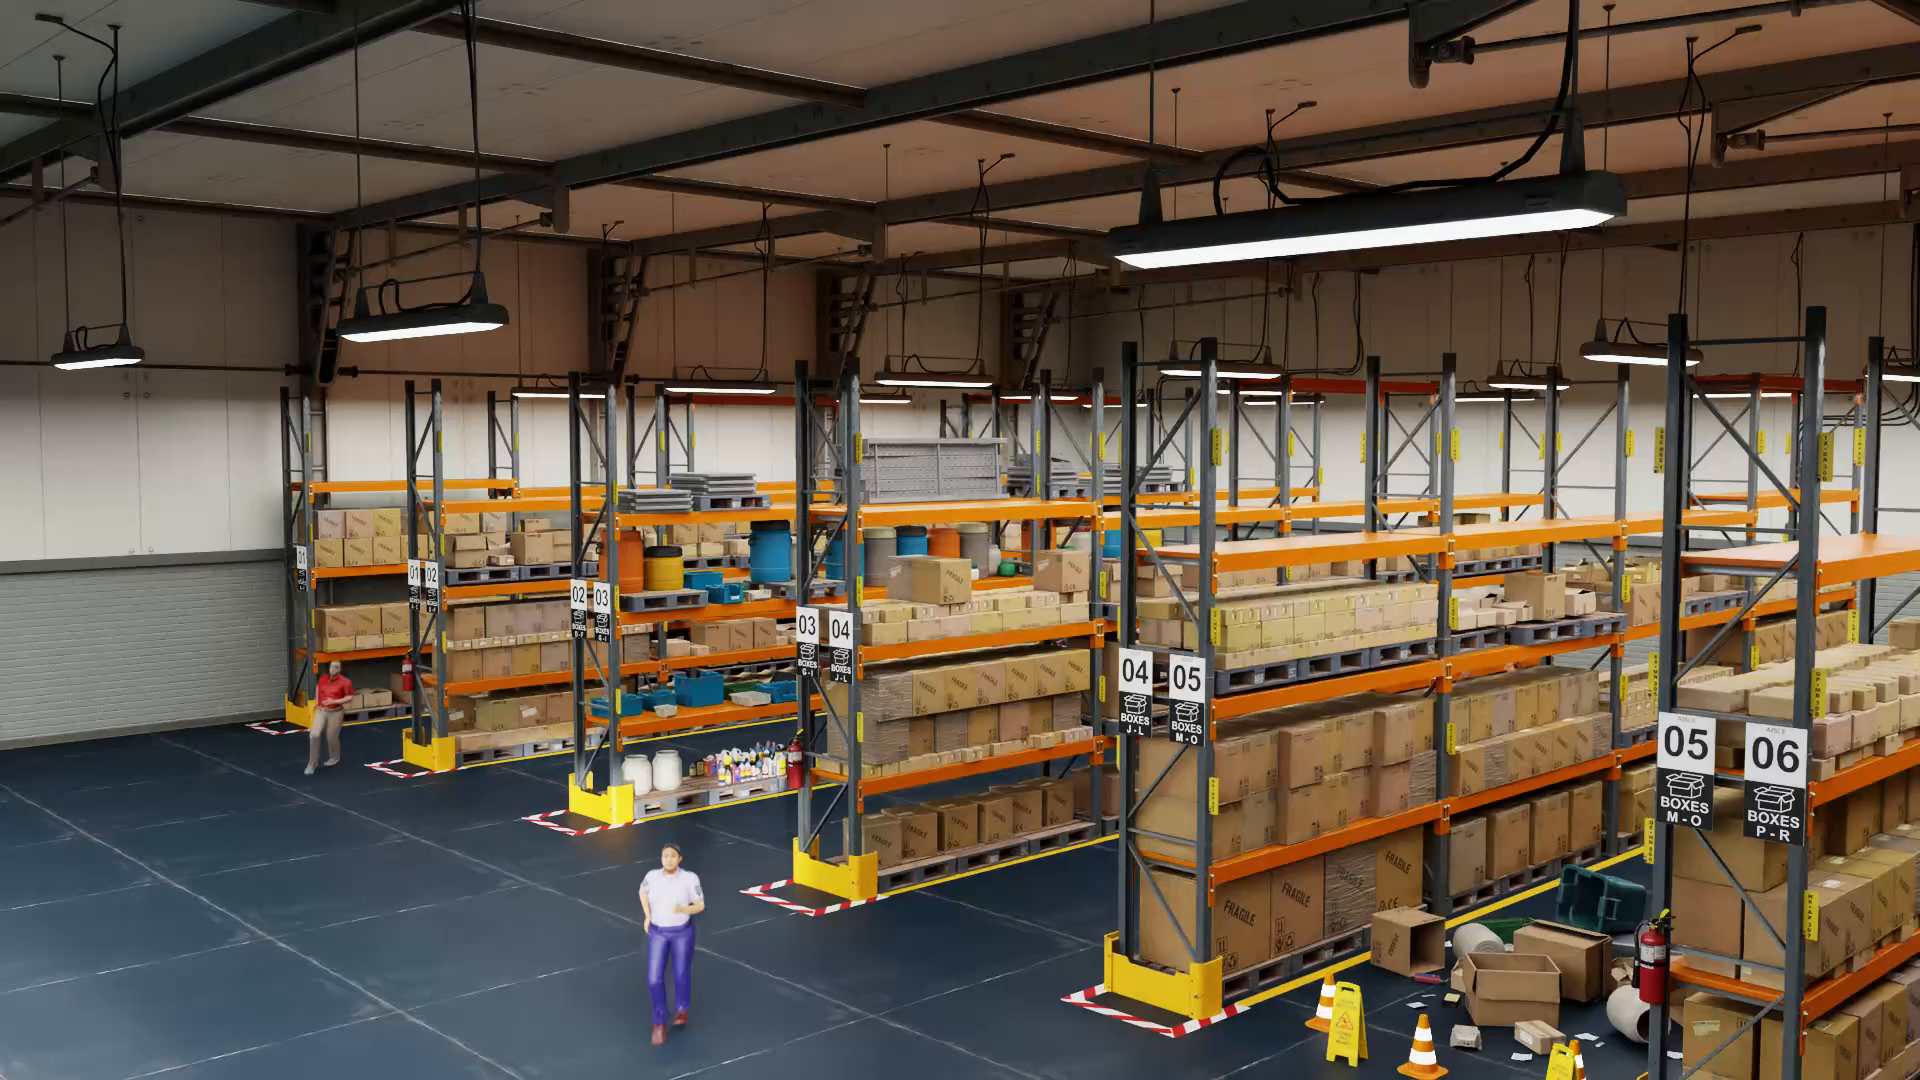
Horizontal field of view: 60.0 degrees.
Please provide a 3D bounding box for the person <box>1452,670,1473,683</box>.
[{"bbox_3d":[7.531,2.711,24.829,0.707,1.724,0.668,4,5,44],"label":"person"}]

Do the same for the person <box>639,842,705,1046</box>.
[{"bbox_3d":[-2.477,3.540,14.254,0.584,1.508,0.685,0,4,-4],"label":"person"}]

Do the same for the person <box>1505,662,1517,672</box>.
[{"bbox_3d":[8.611,2.691,26.074,0.550,1.611,0.567,-3,5,-43],"label":"person"}]

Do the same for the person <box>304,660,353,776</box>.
[{"bbox_3d":[-9.622,2.694,25.502,0.677,1.729,0.793,0,4,2],"label":"person"}]
